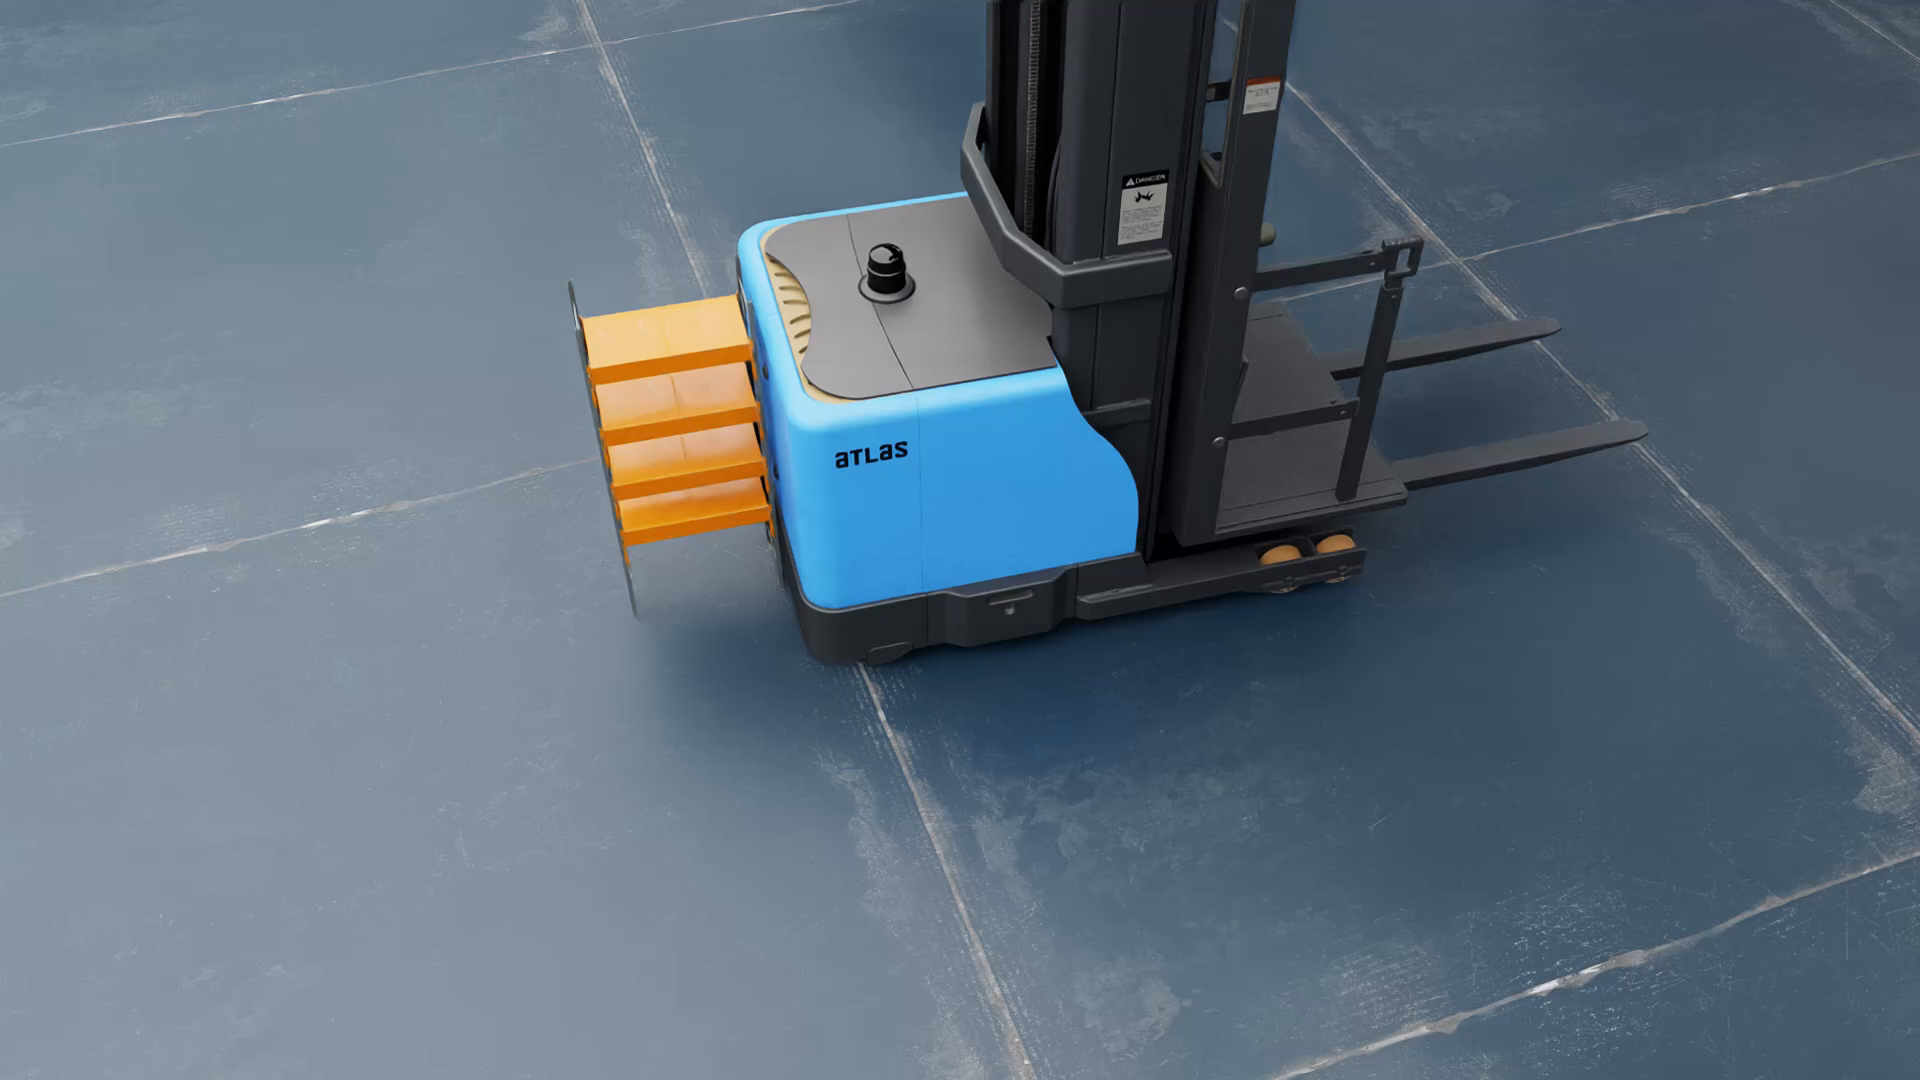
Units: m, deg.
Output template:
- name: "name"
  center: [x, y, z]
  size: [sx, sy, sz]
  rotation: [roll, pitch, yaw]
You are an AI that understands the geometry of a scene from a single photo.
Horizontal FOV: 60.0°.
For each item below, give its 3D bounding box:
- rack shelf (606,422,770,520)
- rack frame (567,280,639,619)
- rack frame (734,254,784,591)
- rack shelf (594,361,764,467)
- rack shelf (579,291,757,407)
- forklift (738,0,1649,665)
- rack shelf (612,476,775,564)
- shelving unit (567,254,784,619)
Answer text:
- name: "rack shelf"
  center: [-0.863, -0.243, 5.240]
  size: [0.480, 0.148, 0.258]
  rotation: [-11, 46, -10]
- name: "rack frame"
  center: [-1.099, -0.246, 5.148]
  size: [0.015, 1.200, 0.240]
  rotation: [-11, 46, -10]
- name: "rack frame"
  center: [-0.627, -0.334, 5.236]
  size: [0.015, 1.200, 0.240]
  rotation: [-11, 46, -10]
- name: "rack shelf"
  center: [-0.863, -0.401, 5.081]
  size: [0.480, 0.148, 0.258]
  rotation: [-11, 46, -10]
- name: "rack shelf"
  center: [-0.863, -0.568, 4.914]
  size: [0.480, 0.148, 0.258]
  rotation: [-11, 46, -10]
- name: "forklift"
  center: [0.863, -1.209, 4.885]
  size: [3.031, 2.935, 1.130]
  rotation: [-11, 46, -10]
- name: "rack shelf"
  center: [-0.863, -0.103, 5.380]
  size: [0.480, 0.148, 0.258]
  rotation: [-11, 46, -10]
- name: "shelving unit"
  center: [-0.863, -0.290, 5.192]
  size: [0.503, 1.200, 0.258]
  rotation: [-11, 46, -10]
